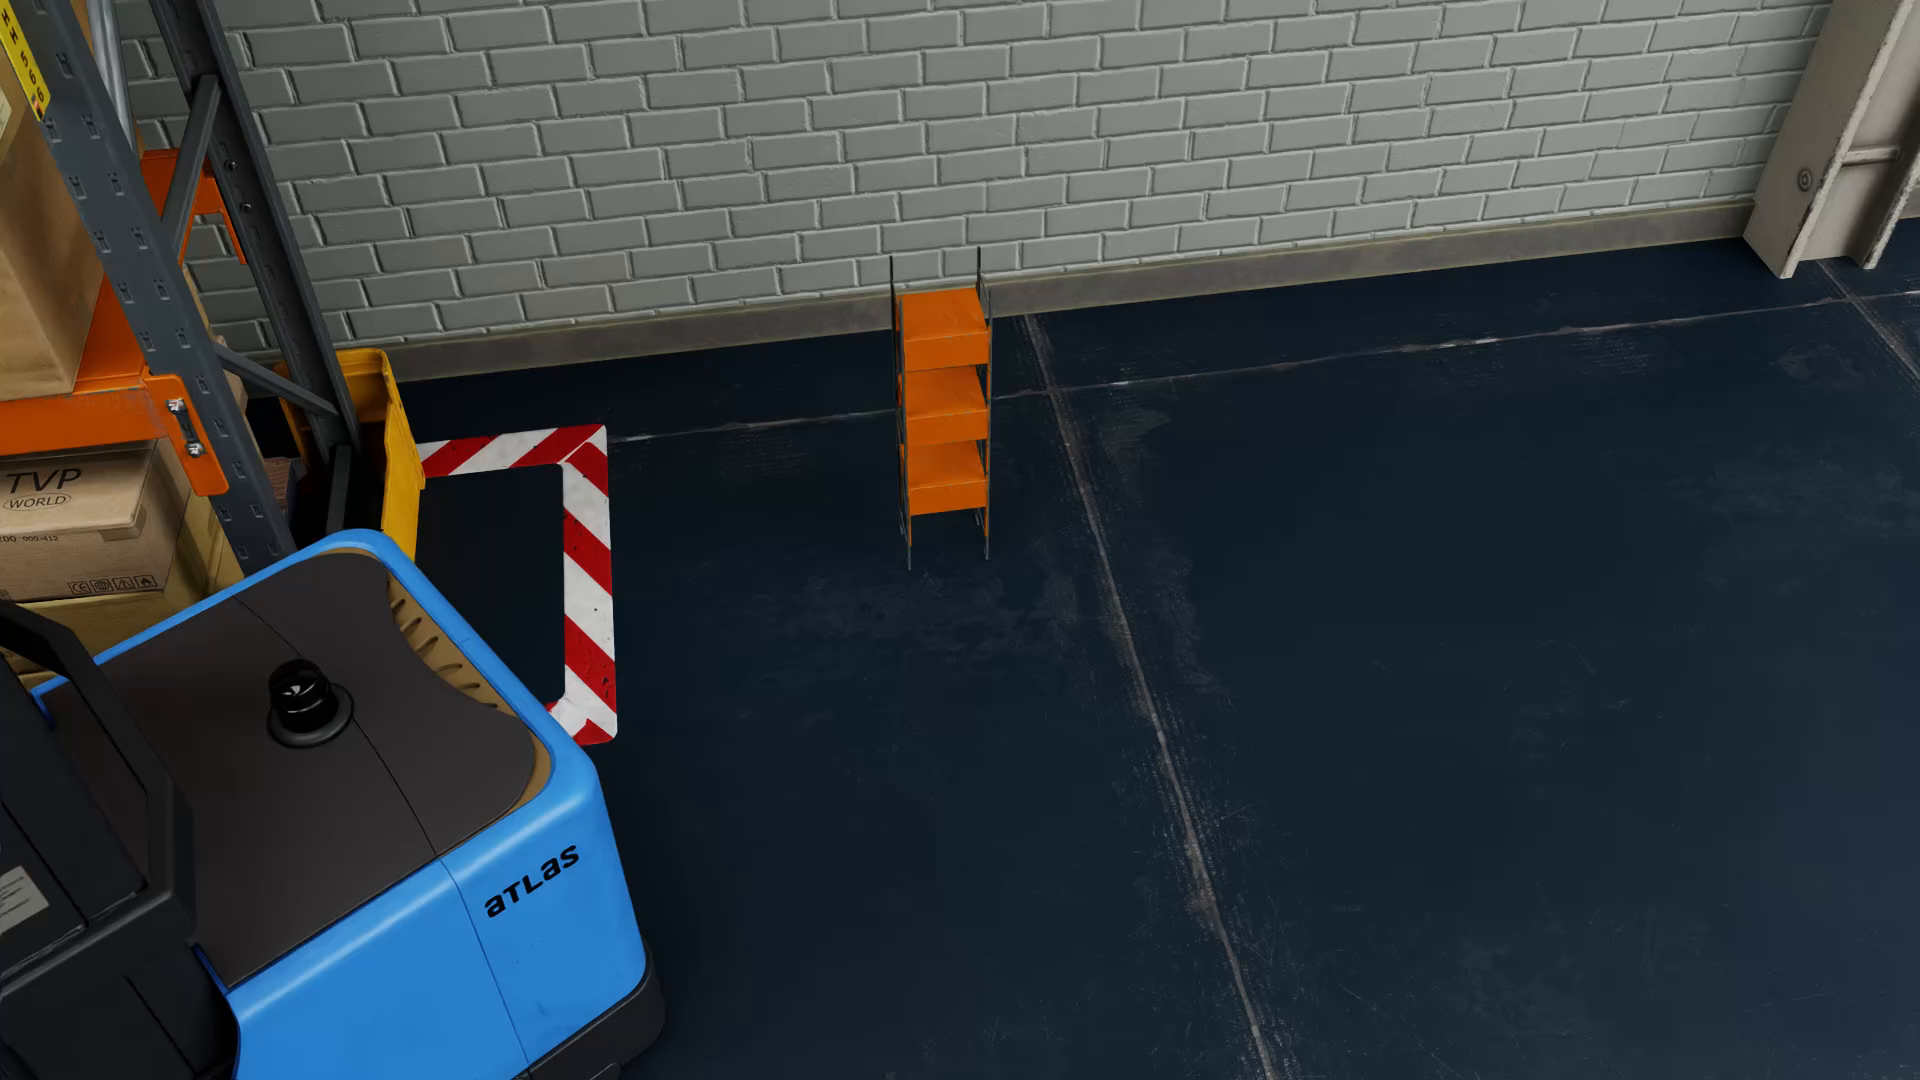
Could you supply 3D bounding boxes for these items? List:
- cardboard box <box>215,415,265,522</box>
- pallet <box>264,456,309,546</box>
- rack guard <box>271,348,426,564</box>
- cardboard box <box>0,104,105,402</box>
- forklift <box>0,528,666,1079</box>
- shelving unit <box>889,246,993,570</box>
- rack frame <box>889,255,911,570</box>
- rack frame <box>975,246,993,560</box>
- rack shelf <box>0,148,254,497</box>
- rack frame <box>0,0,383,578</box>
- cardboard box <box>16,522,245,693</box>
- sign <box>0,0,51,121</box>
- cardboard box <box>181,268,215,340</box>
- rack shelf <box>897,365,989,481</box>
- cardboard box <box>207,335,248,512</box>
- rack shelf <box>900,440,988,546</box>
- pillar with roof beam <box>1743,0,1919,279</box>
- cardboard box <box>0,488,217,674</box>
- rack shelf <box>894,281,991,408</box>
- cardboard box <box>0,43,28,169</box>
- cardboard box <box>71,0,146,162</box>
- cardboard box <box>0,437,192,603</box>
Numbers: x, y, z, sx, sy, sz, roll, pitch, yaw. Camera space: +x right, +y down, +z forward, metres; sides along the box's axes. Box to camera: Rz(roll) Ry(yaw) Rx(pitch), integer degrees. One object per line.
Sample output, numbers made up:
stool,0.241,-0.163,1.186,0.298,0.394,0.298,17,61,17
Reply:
cardboard box,-2.375,-0.125,4.906,0.500,0.250,0.500,-7,46,-7
pallet,-2.604,0.236,4.876,1.213,0.211,1.003,-7,46,-7
rack guard,-1.834,0.009,4.894,0.348,0.500,1.175,-7,46,-7
cardboard box,-2.298,-0.643,3.717,0.500,0.500,0.500,-8,47,-8
forklift,-2.151,0.639,2.599,3.031,2.935,1.130,-33,54,-27
shelving unit,-0.053,-0.358,4.866,0.252,1.050,0.215,-7,46,-7
rack frame,-0.173,-0.343,4.851,0.008,1.050,0.200,-7,46,-7
rack frame,0.067,-0.373,4.880,0.008,1.050,0.200,-7,46,-7
rack shelf,-3.828,-0.360,4.013,4.000,0.370,1.077,-7,46,-7
rack frame,-1.858,-0.855,3.991,0.127,3.000,1.000,-7,46,-7
cardboard box,-2.267,0.235,4.558,0.500,0.250,0.500,-7,46,-7
sign,-1.779,-0.952,3.116,0.005,0.325,0.100,-7,46,-7
cardboard box,-2.363,-0.469,4.542,0.500,0.250,0.500,-8,47,-7
rack shelf,-0.053,-0.350,4.873,0.240,0.259,0.215,-7,46,-7
cardboard box,-2.356,-0.310,4.736,0.500,0.250,0.500,-6,46,-6
rack shelf,-0.053,-0.158,5.073,0.240,0.259,0.215,-7,46,-7
pillar with roof beam,3.949,-1.173,0.131,0.400,9.000,9.100,-7,46,-7
cardboard box,-2.284,0.061,4.379,0.500,0.250,0.500,-8,47,-7
rack shelf,-0.053,-0.547,4.669,0.240,0.259,0.215,-7,46,-7
cardboard box,-2.151,-0.874,3.489,0.250,0.149,0.380,-6,46,-6
cardboard box,-2.393,-1.026,4.086,0.500,0.500,0.500,-6,46,-5
cardboard box,-2.258,-0.116,4.202,0.500,0.250,0.500,-6,46,-5
